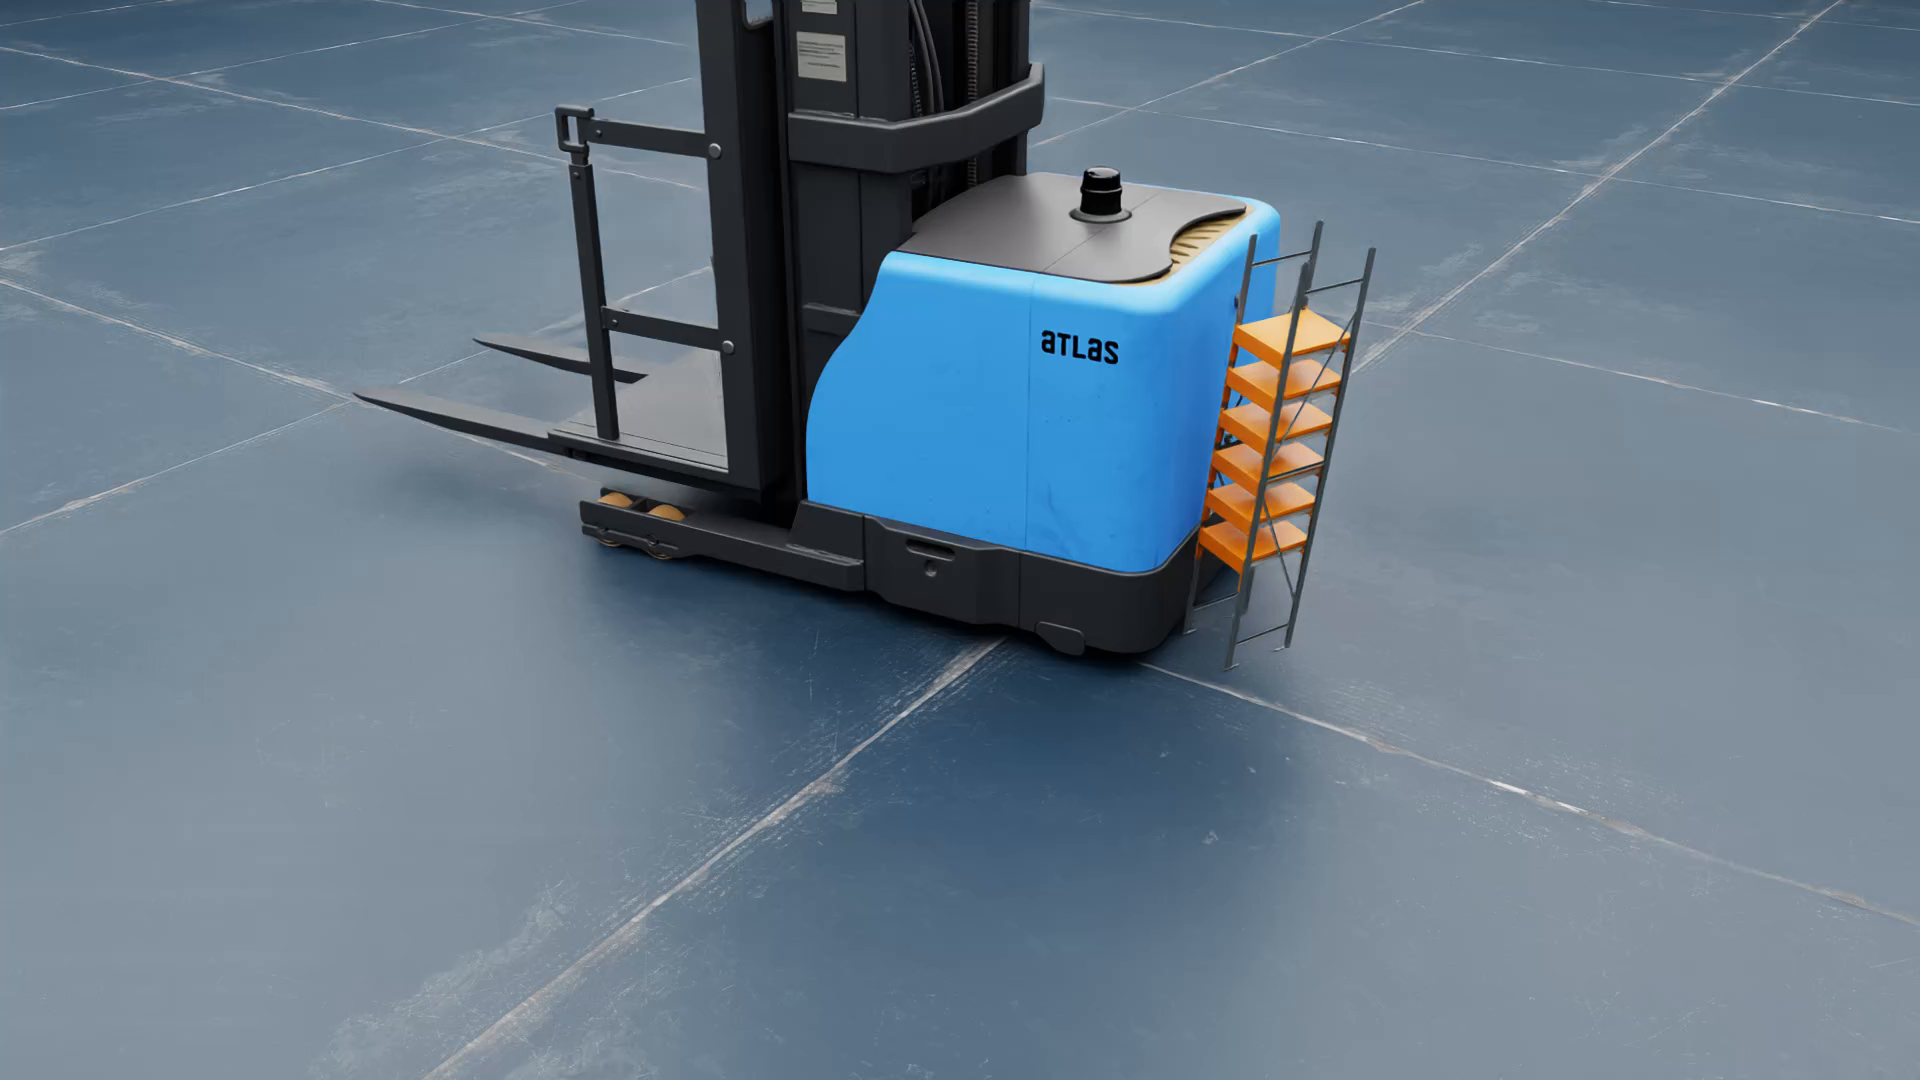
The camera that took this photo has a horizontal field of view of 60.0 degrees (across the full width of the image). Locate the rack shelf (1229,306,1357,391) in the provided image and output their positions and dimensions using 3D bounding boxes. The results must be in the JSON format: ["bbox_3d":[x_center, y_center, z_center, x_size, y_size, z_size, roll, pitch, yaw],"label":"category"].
[{"bbox_3d":[0.834,-0.483,4.168,0.258,0.103,0.180,-16,38,-29],"label":"rack shelf"}]

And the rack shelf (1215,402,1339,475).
[{"bbox_3d":[0.818,-0.282,4.298,0.258,0.103,0.180,-16,38,-29],"label":"rack shelf"}]

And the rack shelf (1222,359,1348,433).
[{"bbox_3d":[0.826,-0.382,4.233,0.258,0.103,0.180,-16,38,-29],"label":"rack shelf"}]

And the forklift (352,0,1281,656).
[{"bbox_3d":[-0.610,-1.442,4.852,3.031,2.935,1.130,13,30,24],"label":"forklift"}]

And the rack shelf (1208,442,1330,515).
[{"bbox_3d":[0.810,-0.181,4.363,0.258,0.103,0.180,-16,38,-29],"label":"rack shelf"}]

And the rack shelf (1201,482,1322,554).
[{"bbox_3d":[0.802,-0.081,4.428,0.258,0.103,0.180,-16,38,-29],"label":"rack shelf"}]

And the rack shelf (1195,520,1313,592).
[{"bbox_3d":[0.794,0.020,4.493,0.258,0.103,0.180,-16,38,-29],"label":"rack shelf"}]

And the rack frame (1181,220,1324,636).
[{"bbox_3d":[0.763,-0.263,4.402,0.240,1.200,0.006,-16,38,-29],"label":"rack frame"}]

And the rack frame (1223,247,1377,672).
[{"bbox_3d":[0.862,-0.174,4.276,0.240,1.200,0.006,-16,38,-29],"label":"rack frame"}]

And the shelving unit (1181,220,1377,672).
[{"bbox_3d":[0.813,-0.219,4.339,0.258,1.200,0.189,-16,38,-29],"label":"shelving unit"}]
